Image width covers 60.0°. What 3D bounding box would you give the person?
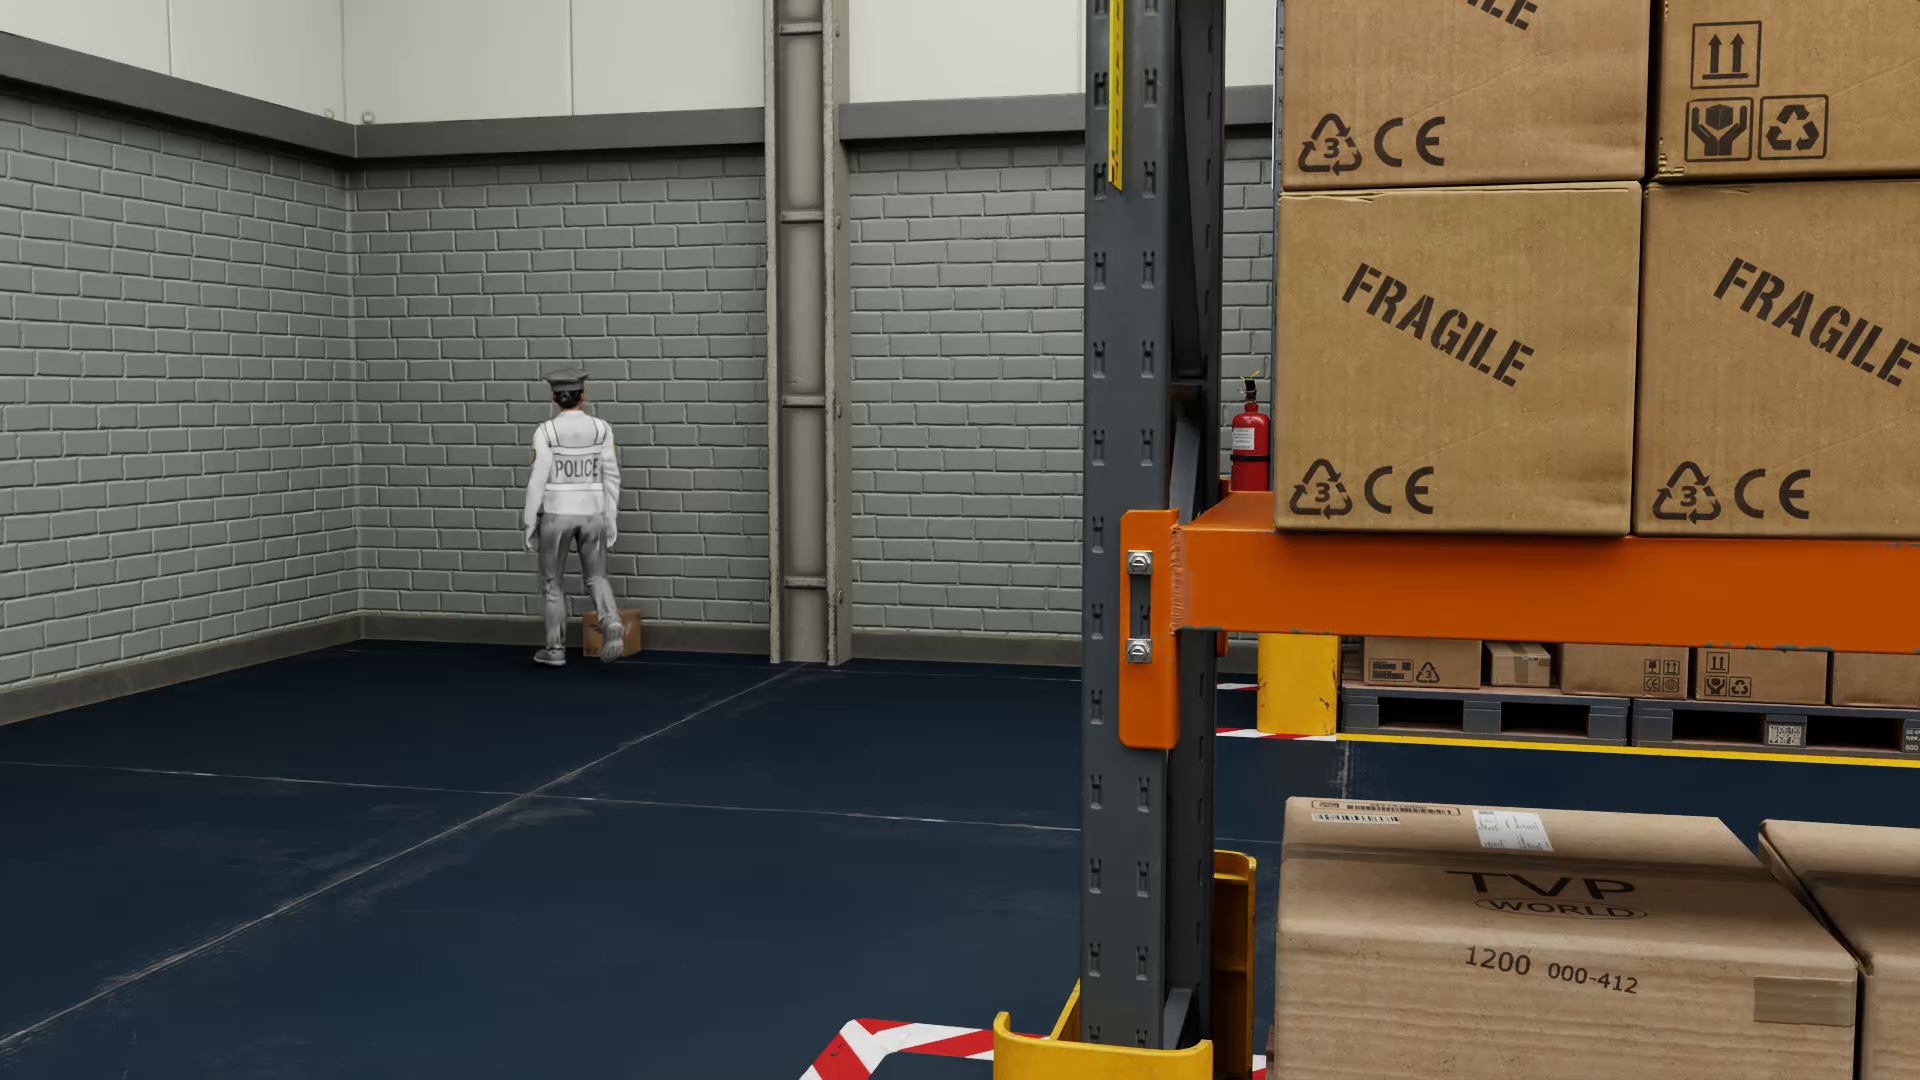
[{"bbox_3d":[-2.124,-0.115,9.066,0.519,1.640,0.742,-3,6,-29],"label":"person"}]
